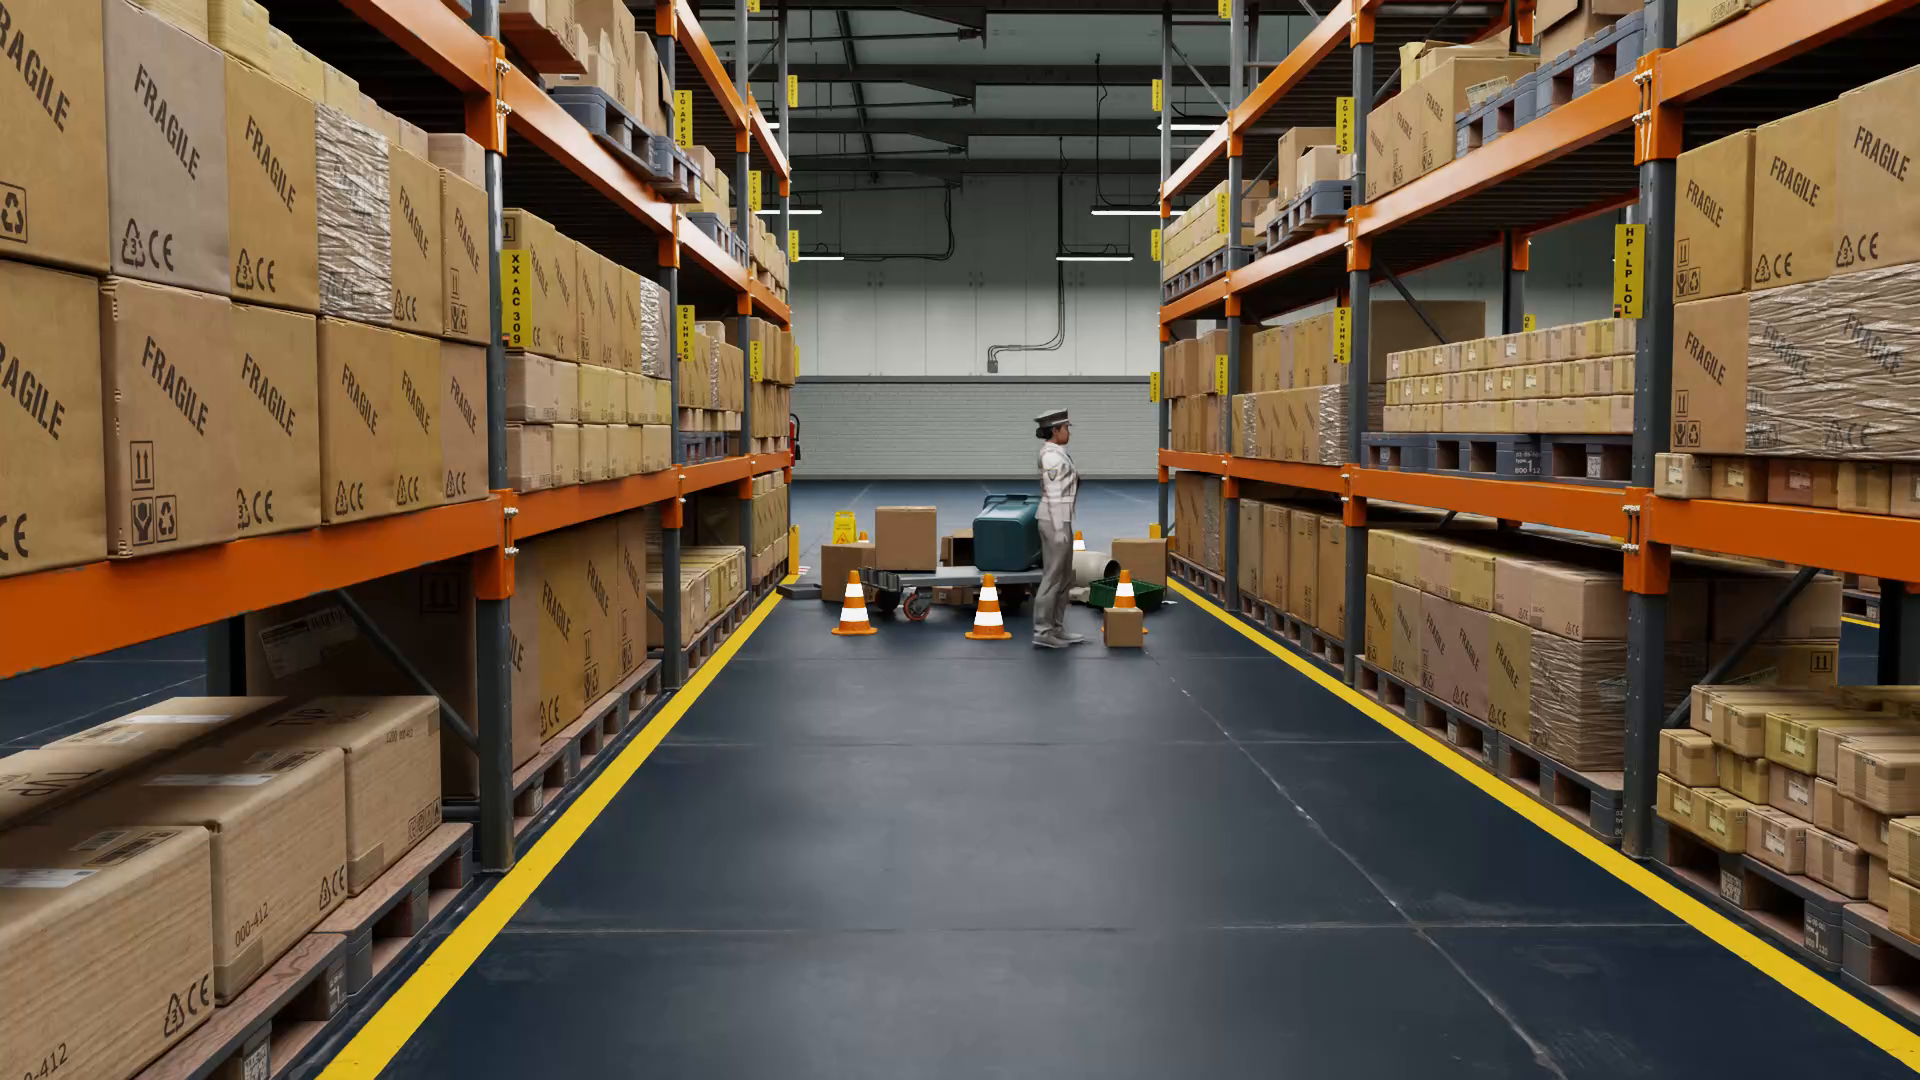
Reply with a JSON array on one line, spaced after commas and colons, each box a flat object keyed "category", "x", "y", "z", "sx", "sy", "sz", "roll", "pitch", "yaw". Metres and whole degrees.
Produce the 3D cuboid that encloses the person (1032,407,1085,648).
[{"category": "person", "x": 0.704, "y": -0.085, "z": 11.752, "sx": 0.376, "sy": 1.699, "sz": 0.474, "roll": 0, "pitch": 4, "yaw": 1}]
